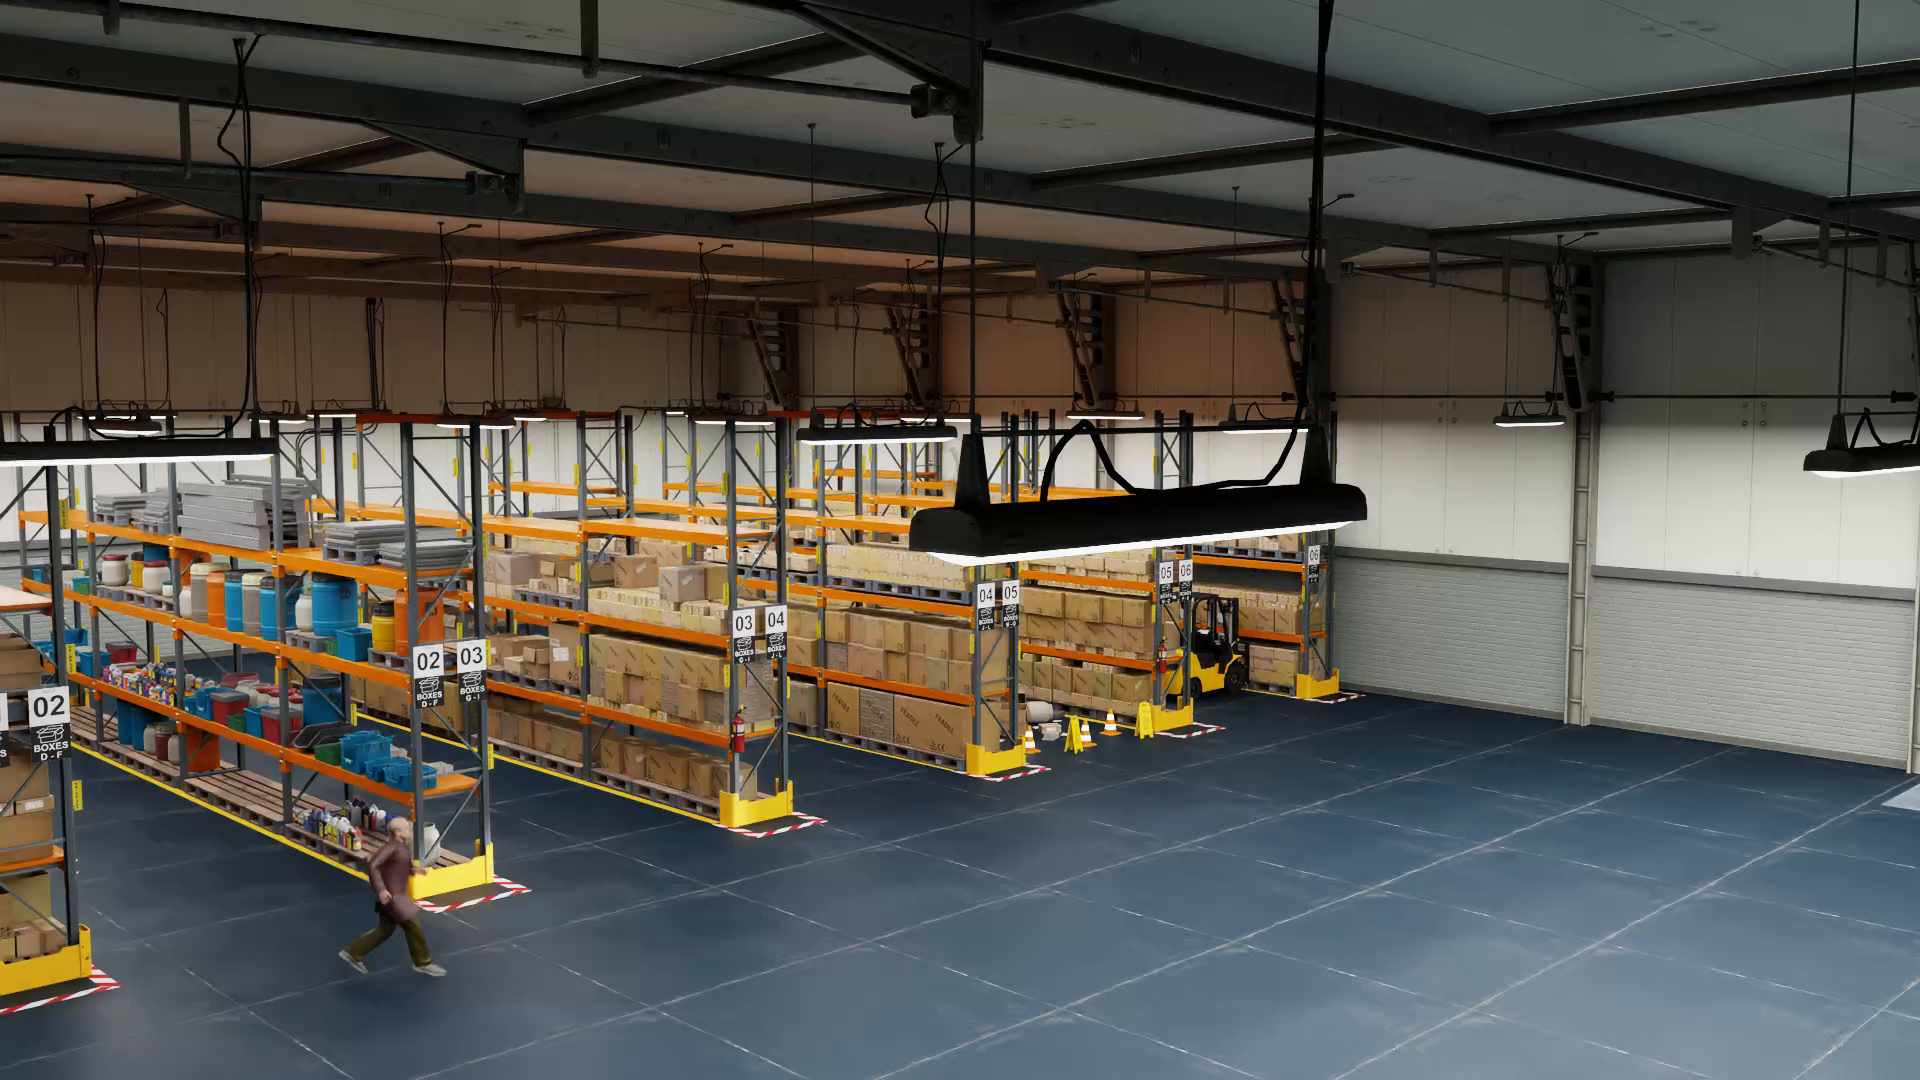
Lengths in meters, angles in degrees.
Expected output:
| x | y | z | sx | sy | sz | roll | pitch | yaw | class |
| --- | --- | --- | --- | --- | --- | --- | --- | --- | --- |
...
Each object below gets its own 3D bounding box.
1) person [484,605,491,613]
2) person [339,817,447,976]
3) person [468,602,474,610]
| x | y | z | sx | sy | sz | roll | pitch | yaw | class |
| --- | --- | --- | --- | --- | --- | --- | --- | --- | --- |
| -11.516 | 1.958 | 40.528 | 0.665 | 1.762 | 0.945 | 2 | 5 | 21 | person |
| -6.150 | 3.882 | 17.971 | 1.112 | 1.789 | 0.728 | -1 | 5 | -15 | person |
| -11.813 | 2.038 | 39.798 | 0.590 | 1.680 | 0.832 | 5 | 7 | 43 | person |
